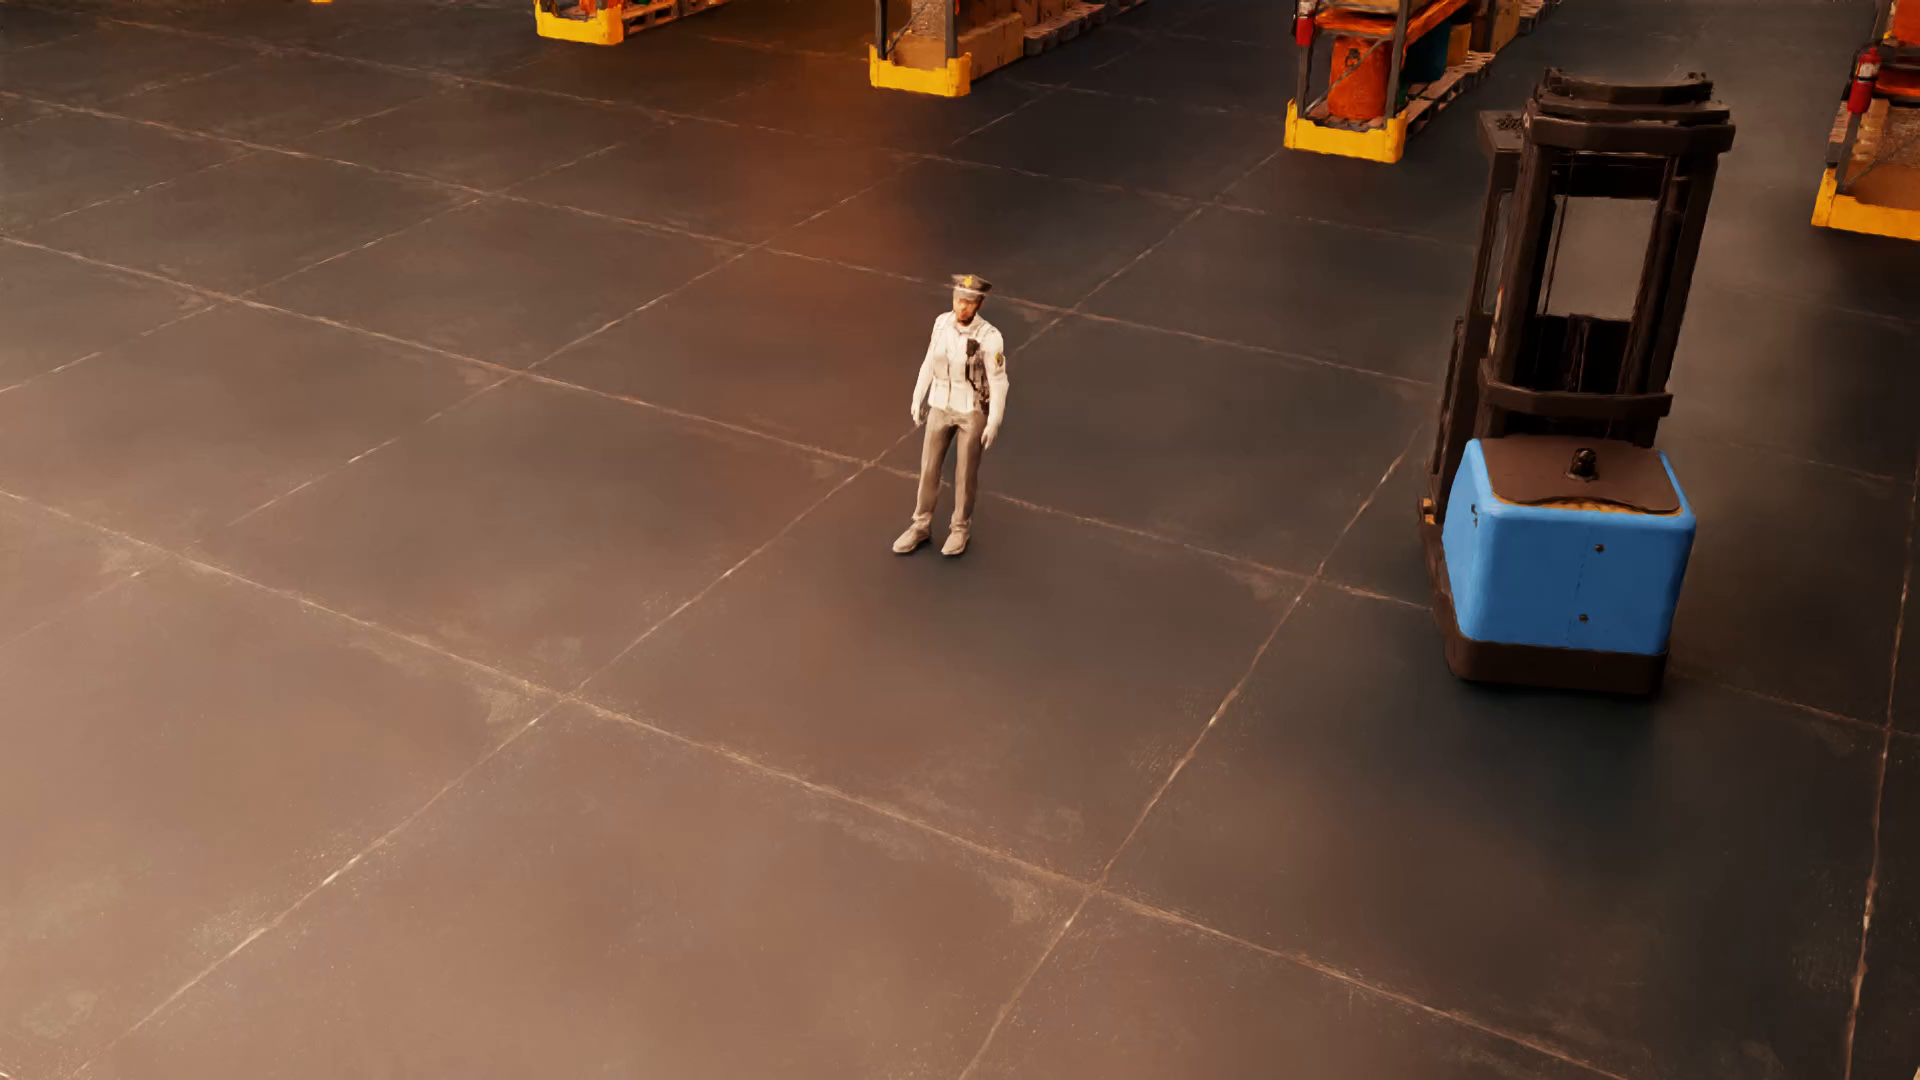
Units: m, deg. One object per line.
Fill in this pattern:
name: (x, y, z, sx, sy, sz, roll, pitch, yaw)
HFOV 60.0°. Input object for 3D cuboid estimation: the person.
person: (-0.039, -0.712, 9.527, 0.586, 1.695, 0.532, 15, 33, 25)

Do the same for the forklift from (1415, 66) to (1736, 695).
forklift: (3.301, -1.197, 9.144, 1.130, 2.935, 3.031, 4, 30, 8)
